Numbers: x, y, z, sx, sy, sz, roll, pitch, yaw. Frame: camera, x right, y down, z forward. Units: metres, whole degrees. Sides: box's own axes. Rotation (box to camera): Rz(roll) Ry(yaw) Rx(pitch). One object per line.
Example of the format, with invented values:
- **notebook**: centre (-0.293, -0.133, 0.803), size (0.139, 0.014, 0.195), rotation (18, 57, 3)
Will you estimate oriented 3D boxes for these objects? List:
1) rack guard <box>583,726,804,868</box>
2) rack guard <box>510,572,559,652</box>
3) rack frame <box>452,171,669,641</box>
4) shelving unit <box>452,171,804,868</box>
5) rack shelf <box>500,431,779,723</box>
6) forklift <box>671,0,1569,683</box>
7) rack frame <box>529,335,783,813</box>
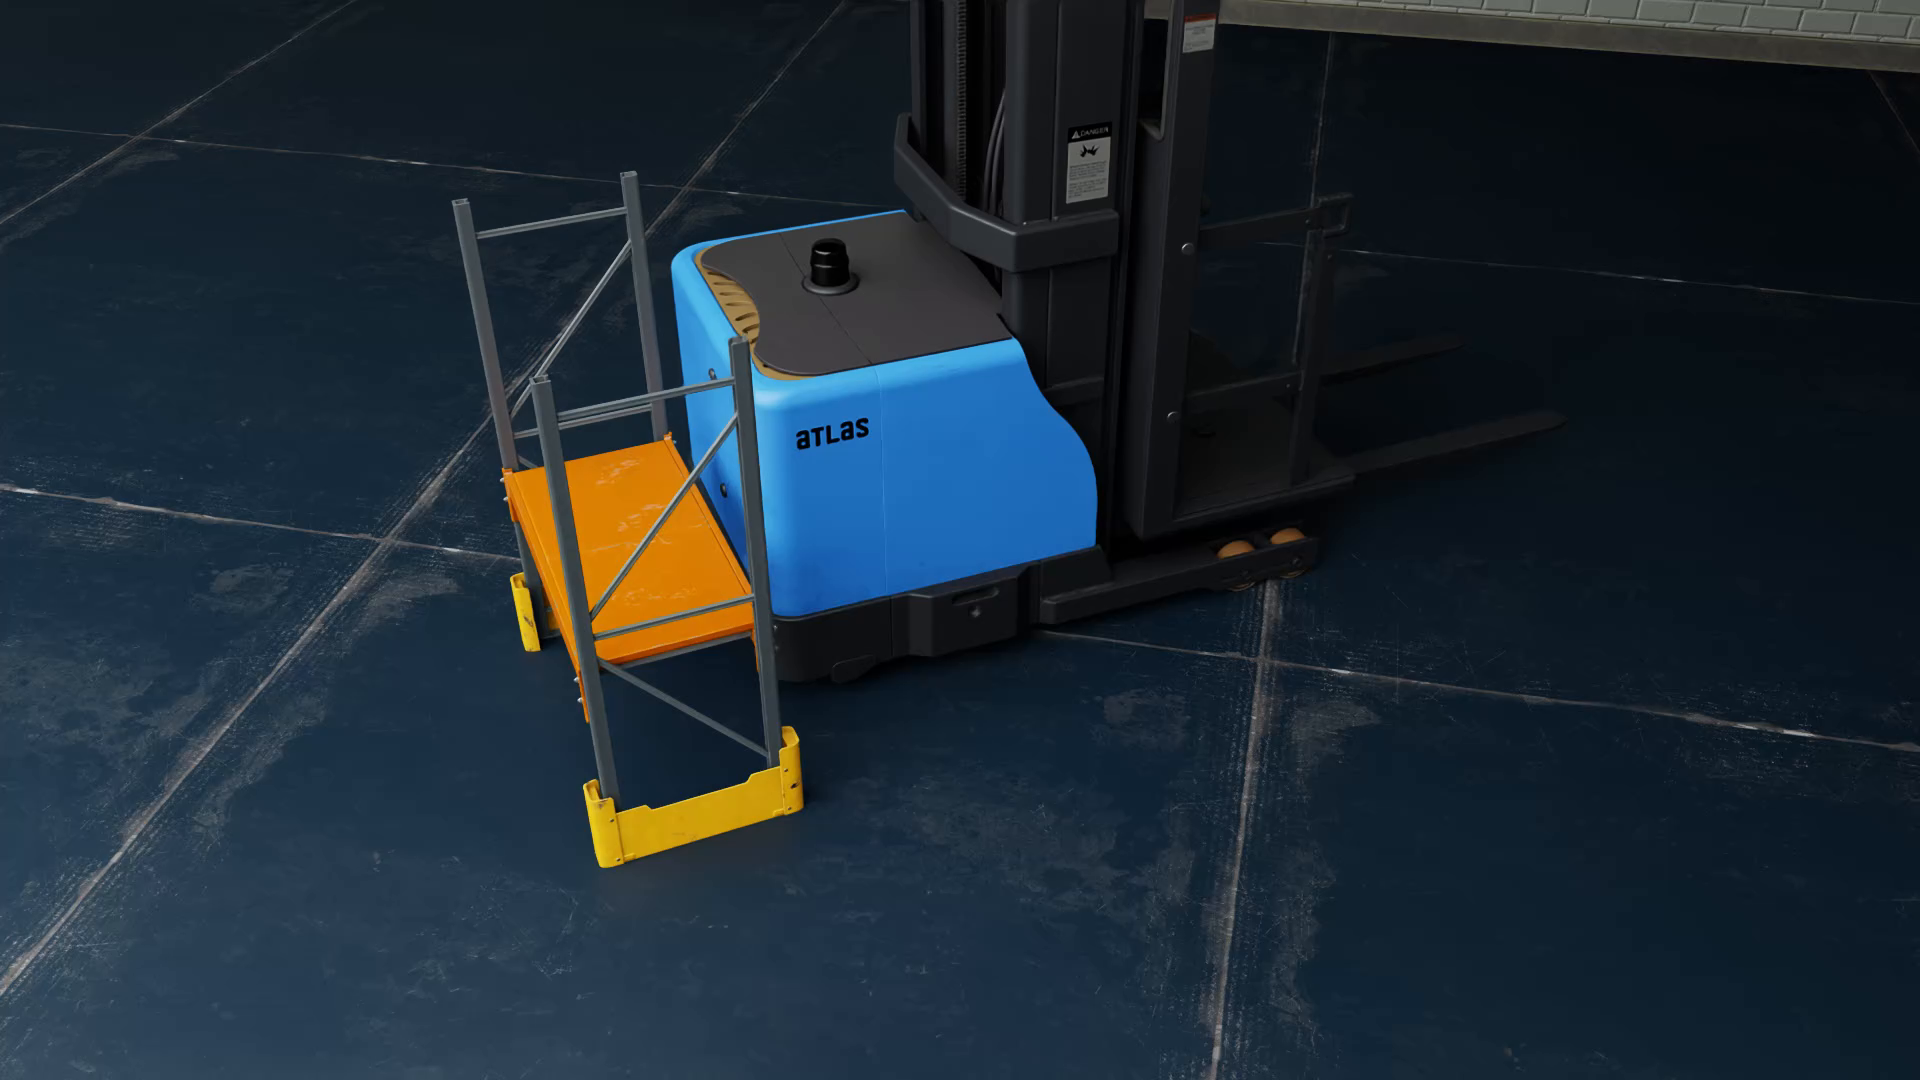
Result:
- **rack guard**: centre (-0.721, 0.704, 4.566), size (0.587, 0.250, 0.087), rotation (-14, 38, -19)
- **rack guard**: centre (-1.116, 0.167, 5.306), size (0.587, 0.250, 0.087), rotation (-14, 38, -19)
- **rack frame**: centre (-1.124, -0.349, 4.954), size (0.500, 1.500, 0.032), rotation (-14, 38, -19)
- **shelving unit**: centre (-0.919, -0.071, 4.569), size (0.587, 1.500, 1.083), rotation (-14, 38, -19)
- **rack shelf**: centre (-0.922, 0.070, 4.682), size (0.538, 0.185, 1.000), rotation (-14, 38, -19)
- **forklift**: centre (0.656, -1.292, 5.035), size (3.031, 2.935, 1.130), rotation (-13, 38, -17)
- **rack frame**: centre (-0.721, 0.198, 4.198), size (0.500, 1.500, 0.032), rotation (-14, 38, -19)
